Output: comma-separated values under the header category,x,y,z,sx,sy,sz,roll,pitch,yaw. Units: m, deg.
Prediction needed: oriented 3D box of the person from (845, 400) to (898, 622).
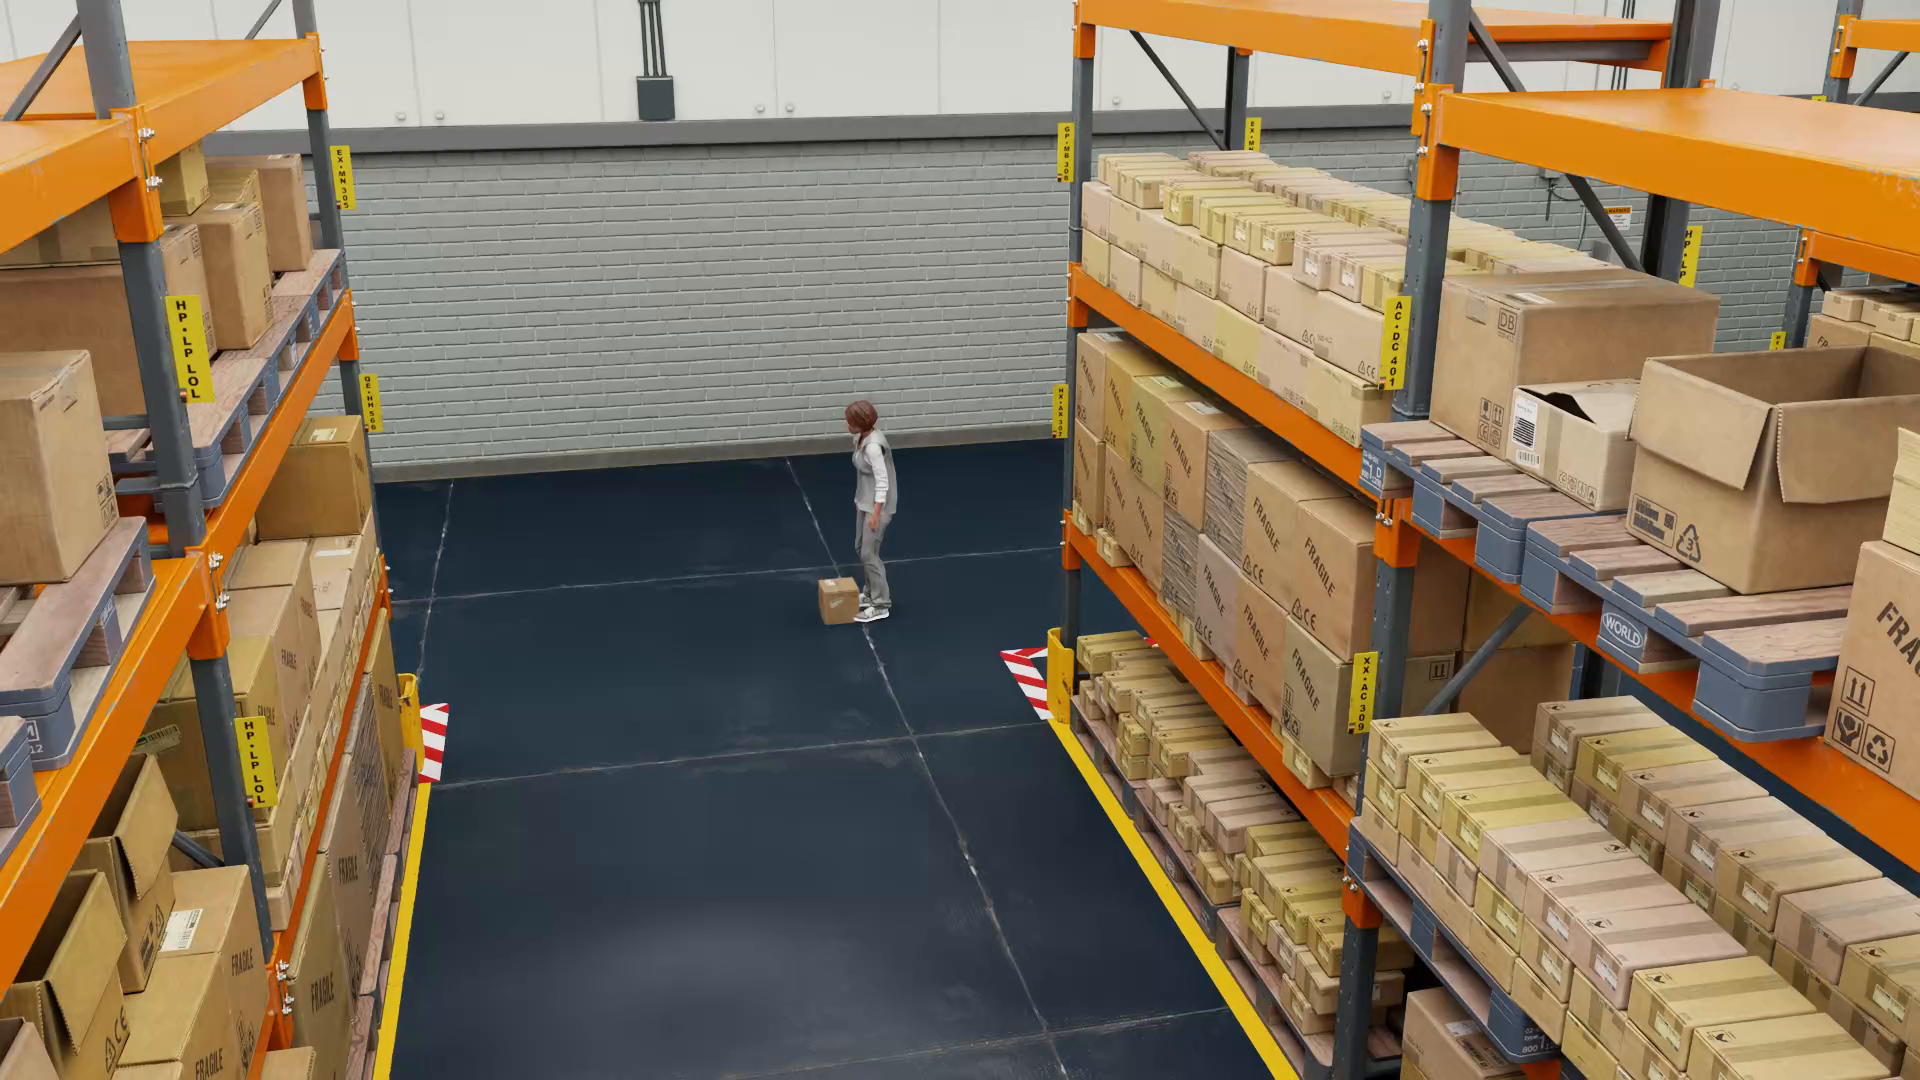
category,x,y,z,sx,sy,sz,roll,pitch,yaw
person,-0.626,-0.217,11.692,0.348,1.590,0.469,-5,21,-15
